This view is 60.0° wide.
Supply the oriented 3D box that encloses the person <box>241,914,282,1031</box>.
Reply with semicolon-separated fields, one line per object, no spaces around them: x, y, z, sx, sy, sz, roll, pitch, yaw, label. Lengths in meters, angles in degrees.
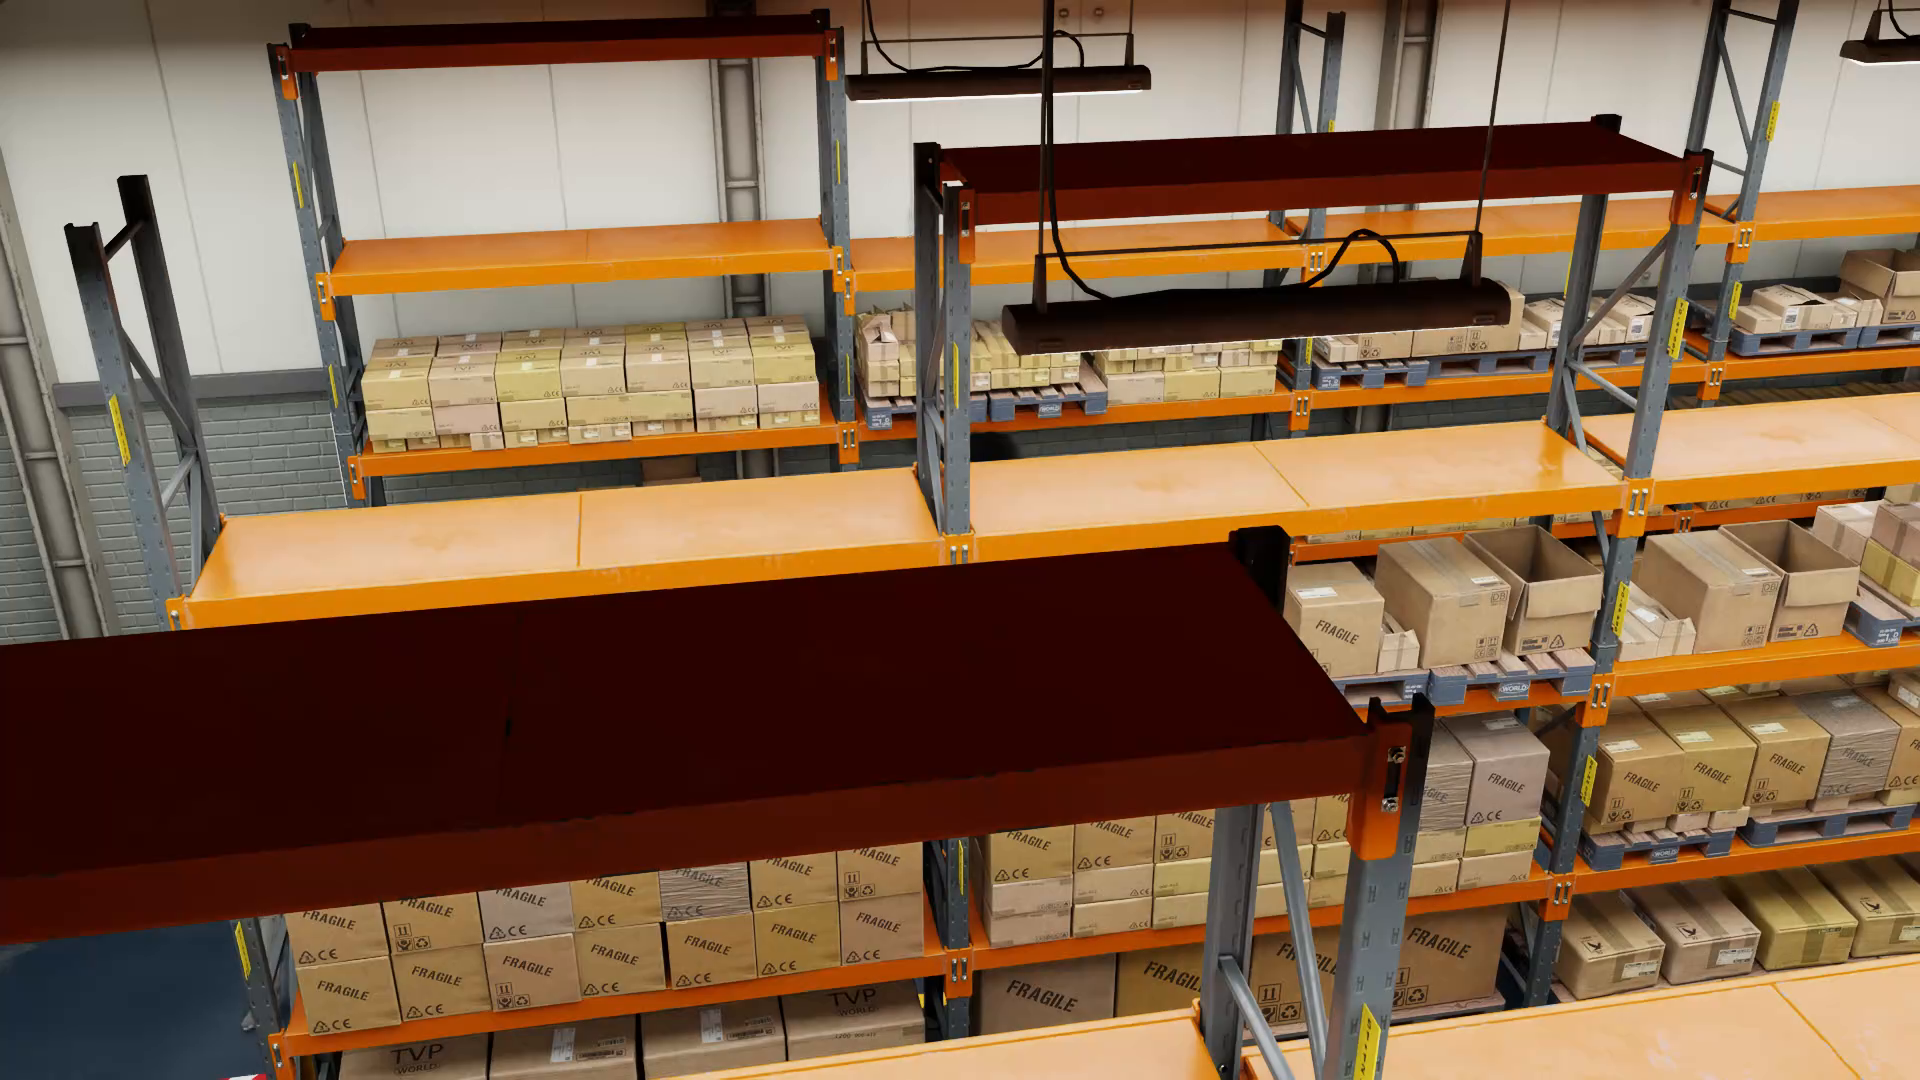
-4.463;2.437;11.224;0.671;1.787;0.963;19;32;34;person
